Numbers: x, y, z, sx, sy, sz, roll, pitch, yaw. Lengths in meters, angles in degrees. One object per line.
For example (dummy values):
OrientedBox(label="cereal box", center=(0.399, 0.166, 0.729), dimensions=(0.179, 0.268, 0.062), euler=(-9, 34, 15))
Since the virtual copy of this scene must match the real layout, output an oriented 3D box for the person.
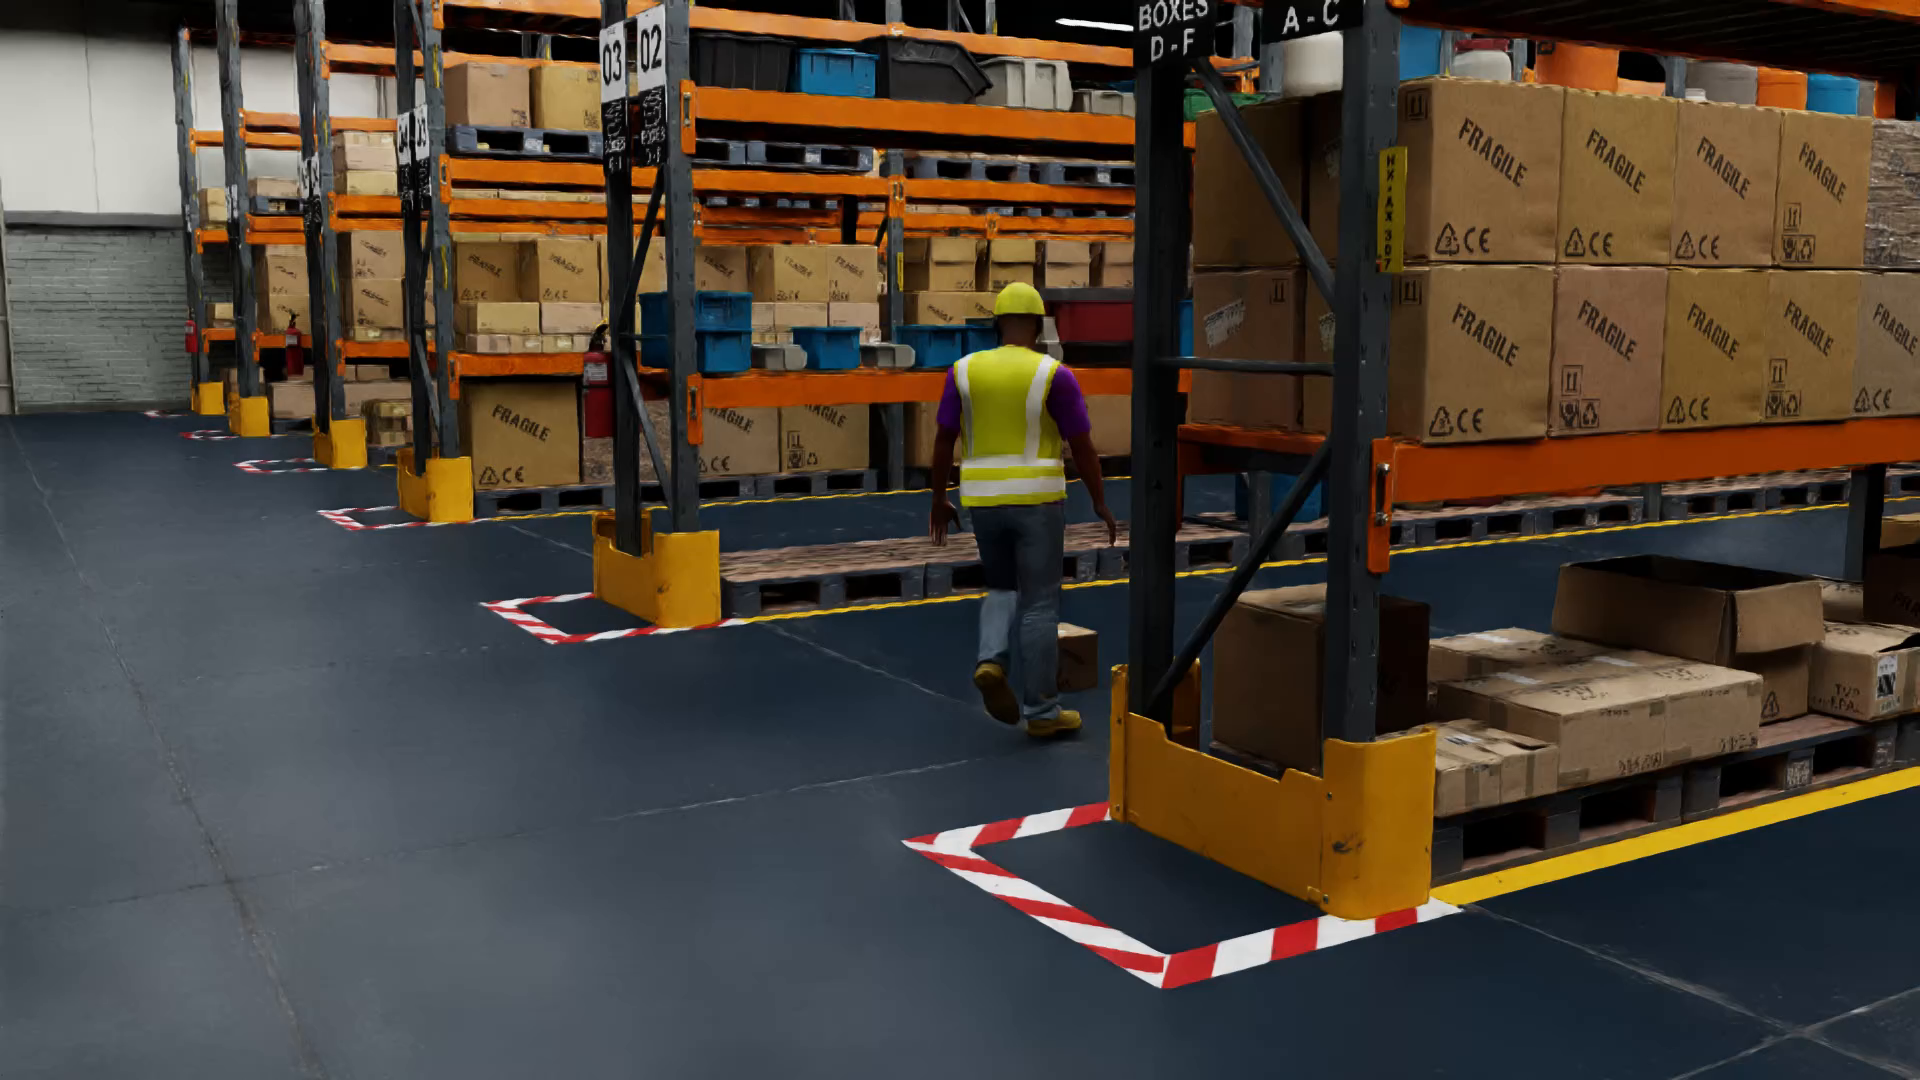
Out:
OrientedBox(label="person", center=(0.223, -0.130, 6.533), dimensions=(0.726, 1.754, 0.494), euler=(4, 9, 25))
